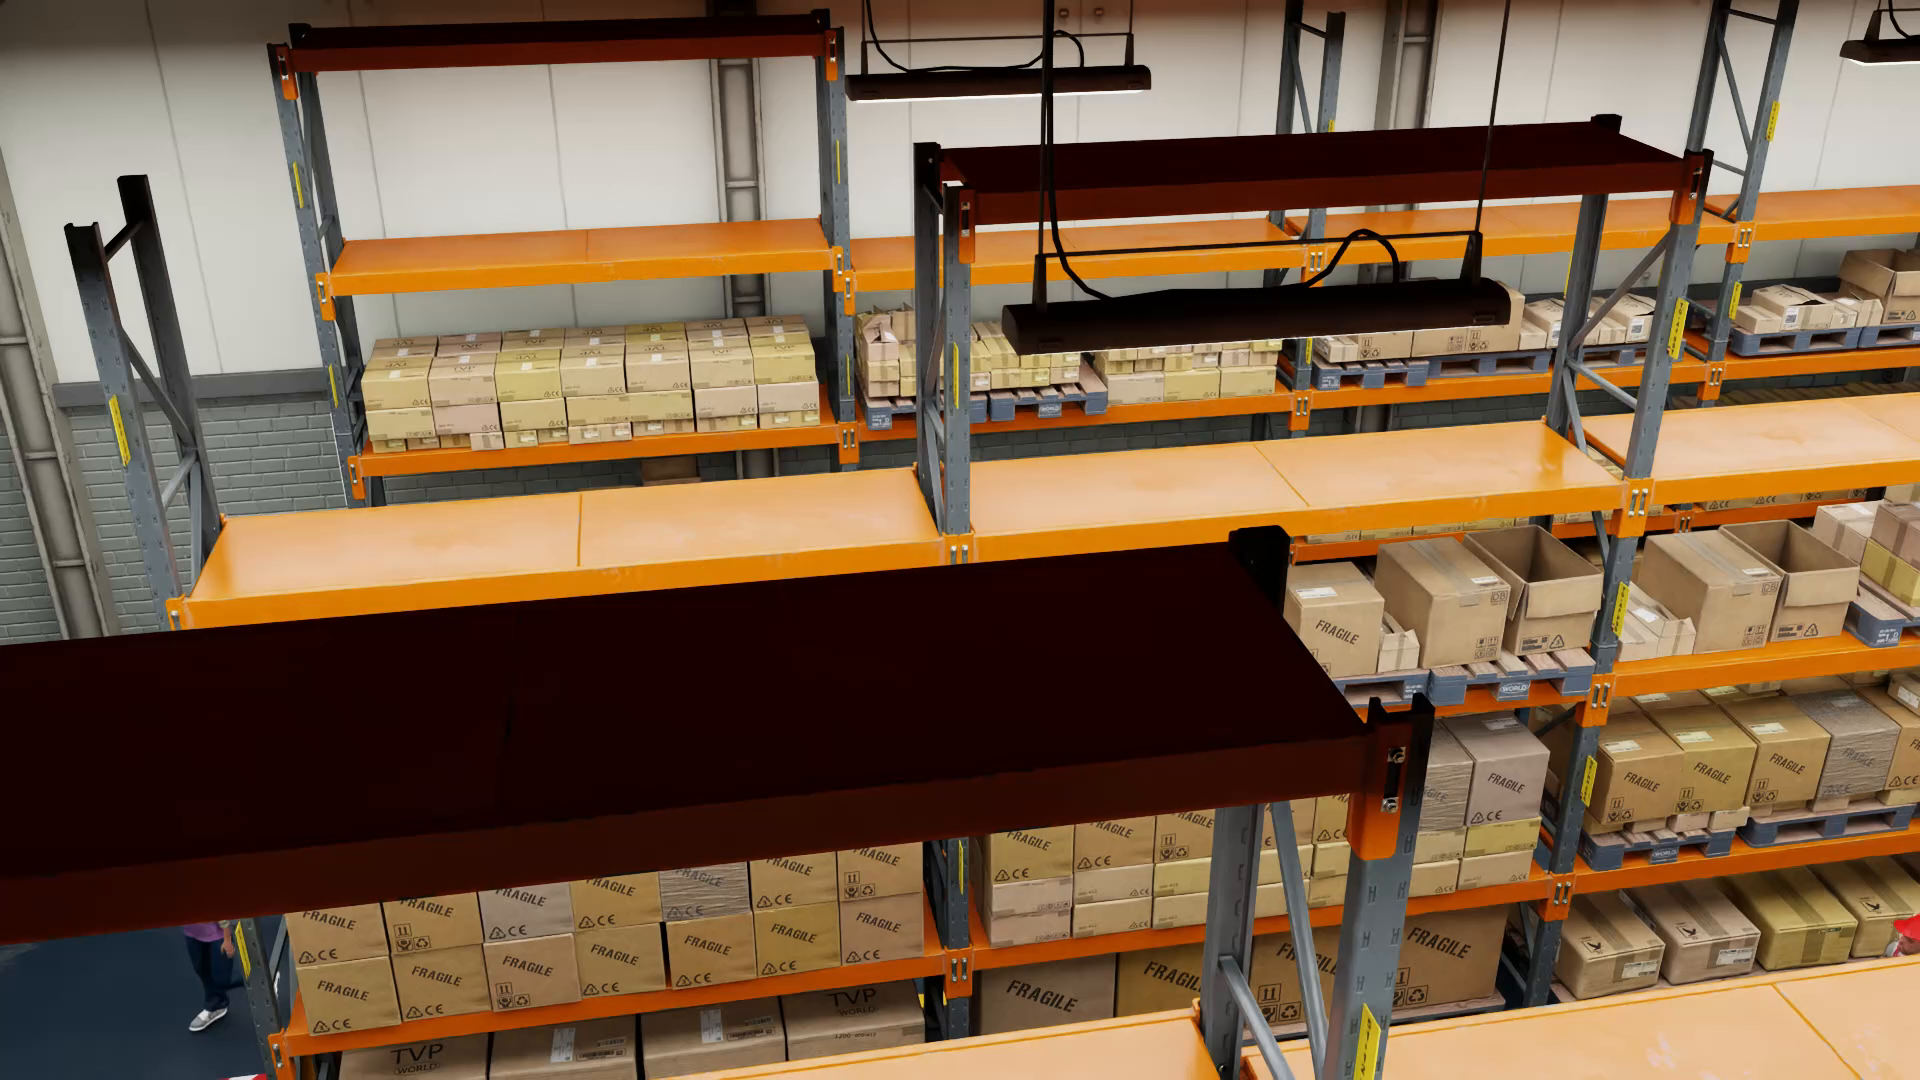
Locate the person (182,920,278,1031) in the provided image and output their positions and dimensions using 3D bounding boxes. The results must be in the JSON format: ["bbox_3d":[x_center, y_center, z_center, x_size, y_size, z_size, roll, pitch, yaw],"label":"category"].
[{"bbox_3d":[-4.969,2.577,11.134,0.443,1.585,0.525,12,28,23],"label":"person"}]

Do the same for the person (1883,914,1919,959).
[{"bbox_3d":[5.758,3.012,10.045,0.543,1.804,0.604,-11,28,-21],"label":"person"}]
